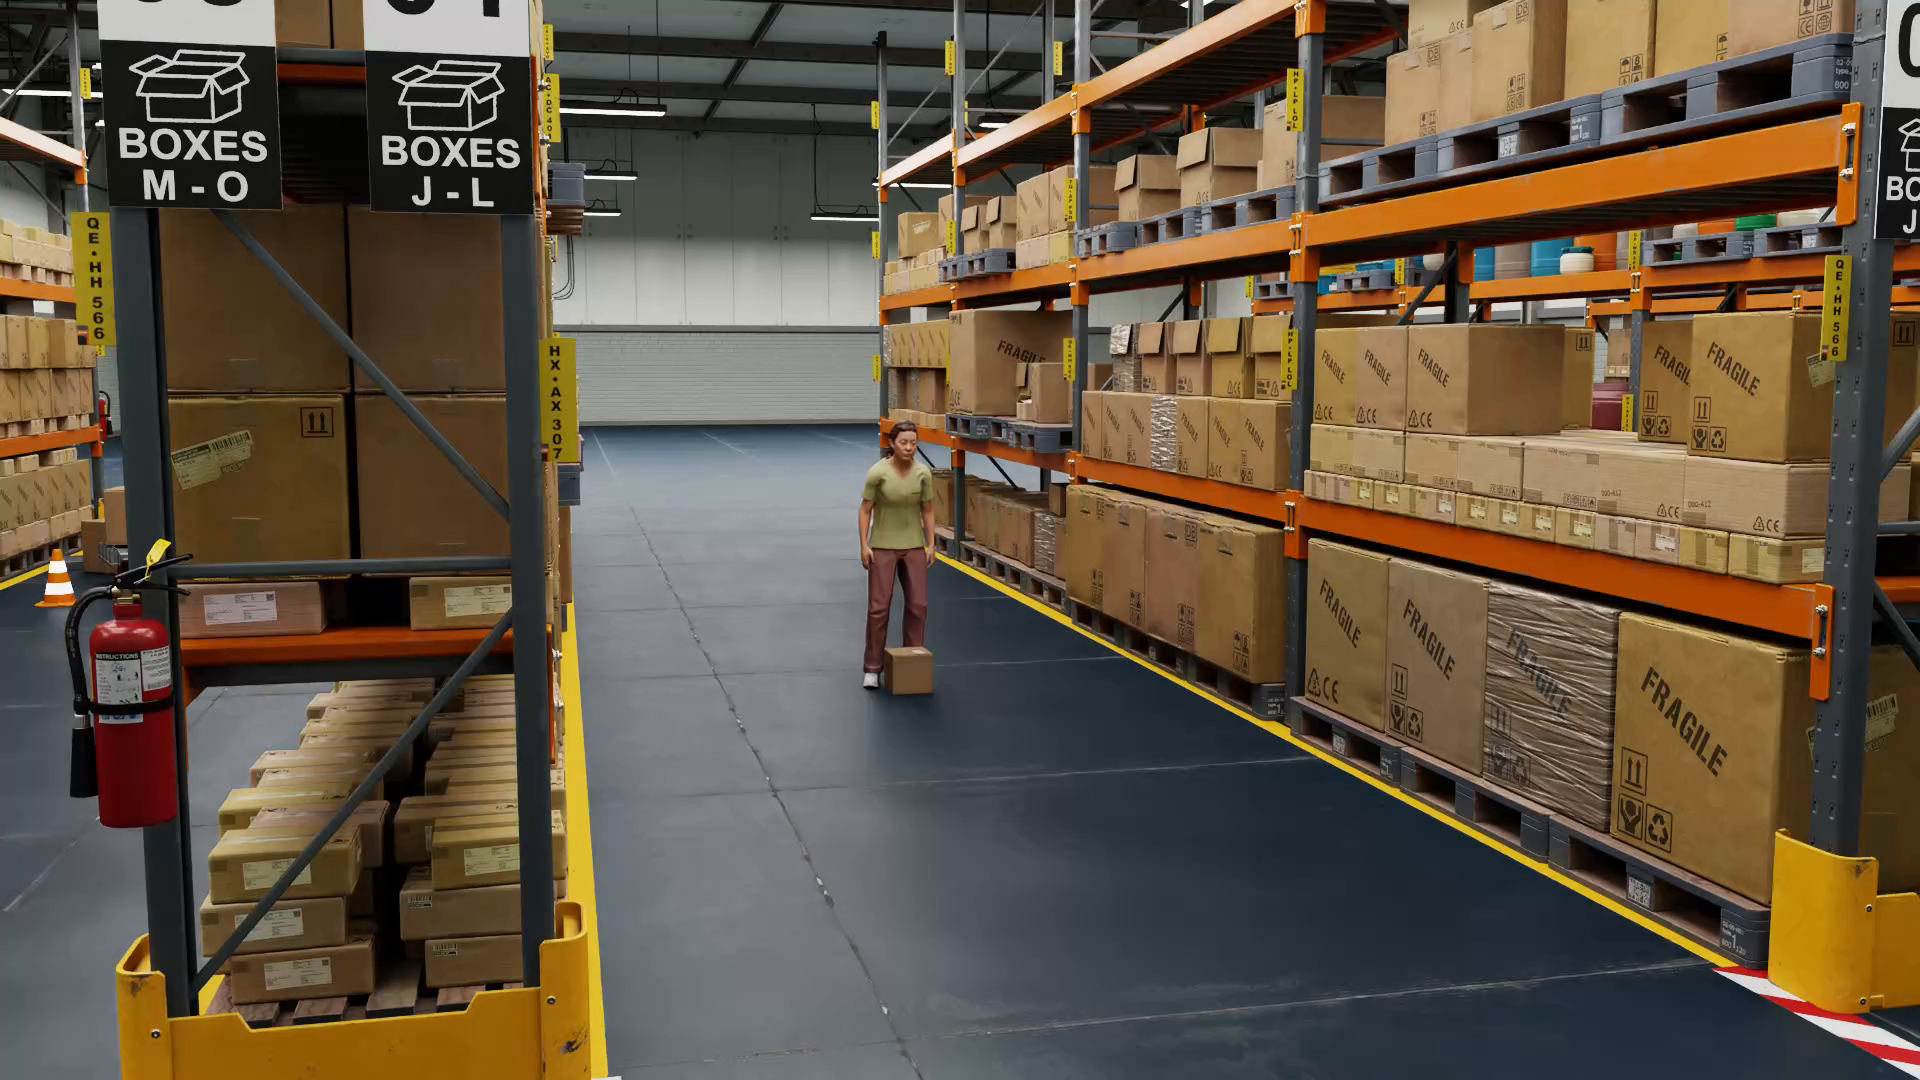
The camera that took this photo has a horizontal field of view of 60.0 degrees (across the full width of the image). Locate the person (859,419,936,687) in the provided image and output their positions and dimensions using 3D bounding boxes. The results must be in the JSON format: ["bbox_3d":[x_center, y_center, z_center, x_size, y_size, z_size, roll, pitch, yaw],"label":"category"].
[{"bbox_3d":[-0.386,0.077,10.447,0.512,1.671,0.368,-2,6,-17],"label":"person"}]
